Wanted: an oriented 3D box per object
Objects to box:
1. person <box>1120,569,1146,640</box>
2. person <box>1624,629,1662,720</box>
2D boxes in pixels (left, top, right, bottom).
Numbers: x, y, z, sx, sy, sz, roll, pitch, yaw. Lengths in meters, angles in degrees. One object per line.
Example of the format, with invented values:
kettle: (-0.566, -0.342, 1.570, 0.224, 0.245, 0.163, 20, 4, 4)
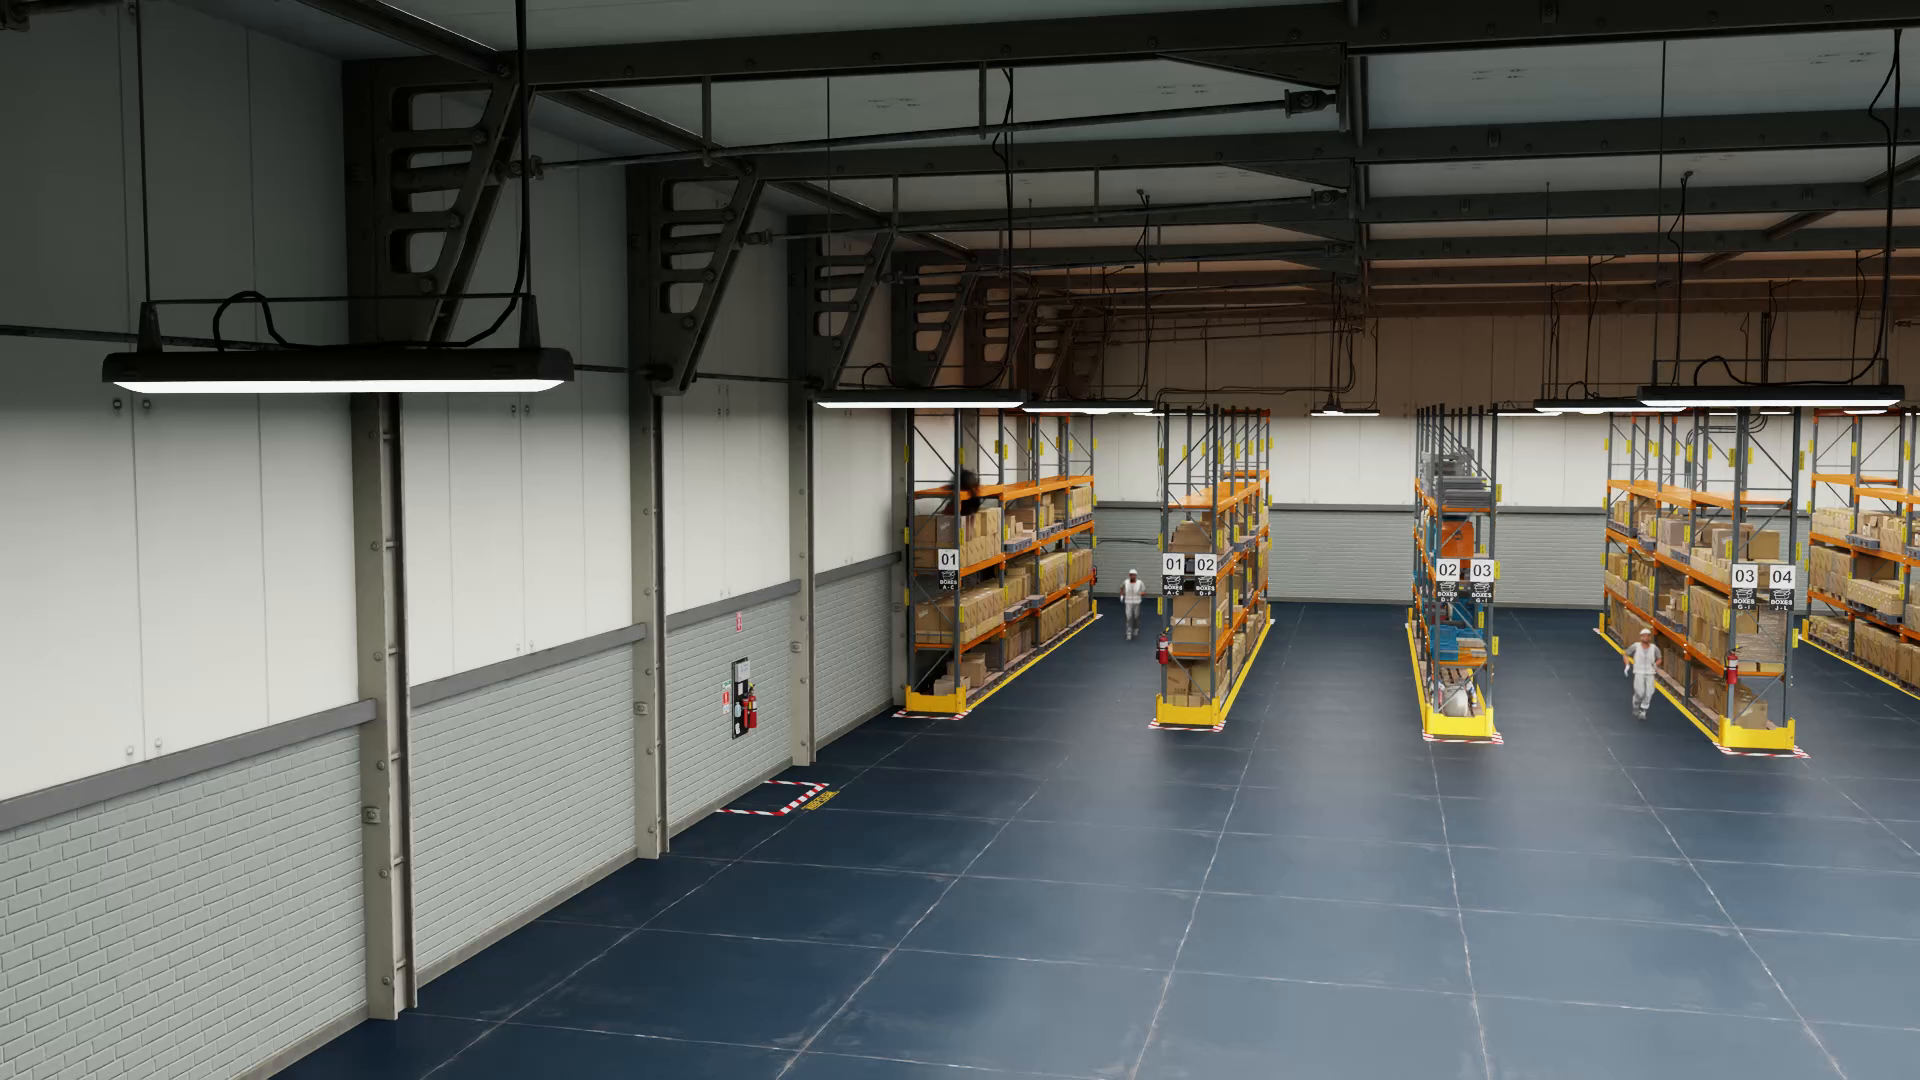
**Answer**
person: (4.500, 1.659, 43.265, 0.680, 1.797, 0.881, 0, 4, 7)
person: (12.930, 2.550, 31.428, 0.664, 1.738, 0.603, 1, 4, 10)
